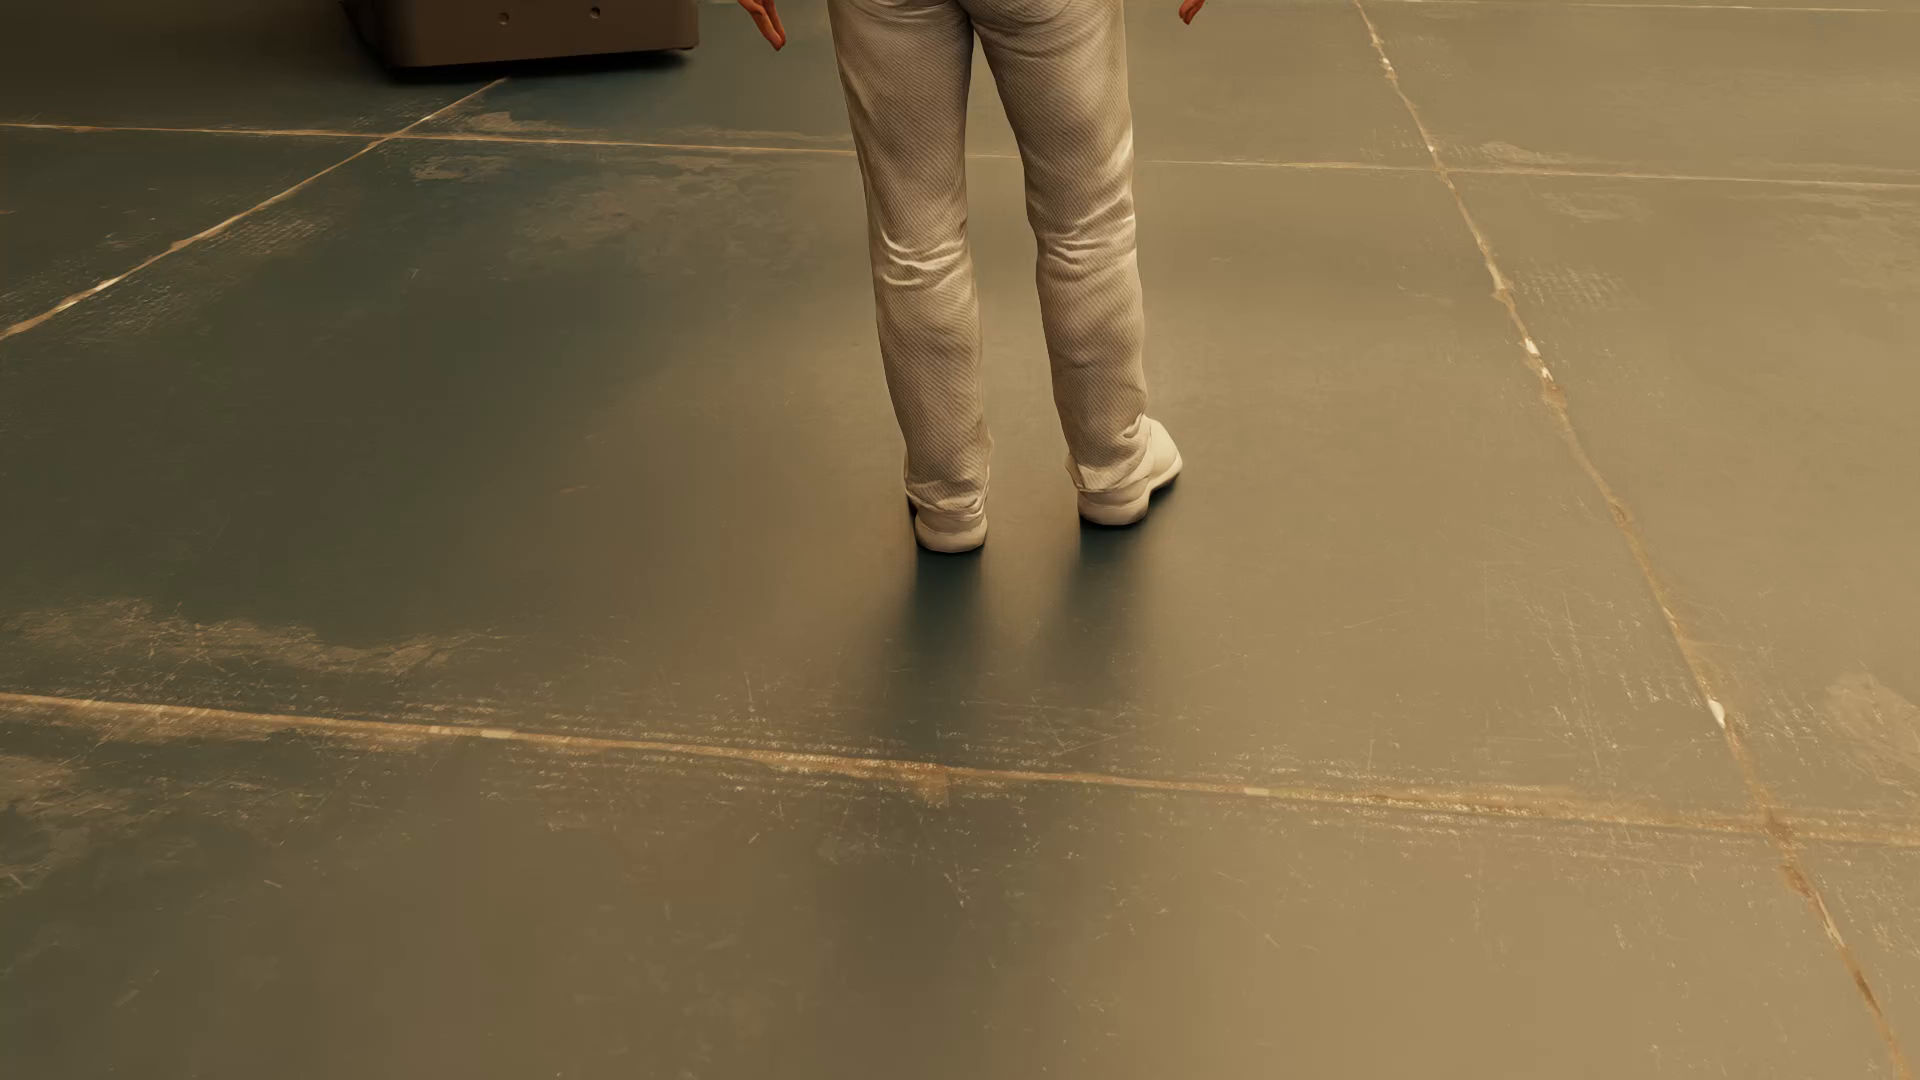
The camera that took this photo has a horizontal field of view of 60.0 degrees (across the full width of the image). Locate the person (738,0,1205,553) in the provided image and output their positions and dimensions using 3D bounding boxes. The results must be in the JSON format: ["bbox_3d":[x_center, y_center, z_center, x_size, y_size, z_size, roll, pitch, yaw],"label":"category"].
[{"bbox_3d":[0.015,-0.827,2.164,0.665,1.768,0.575,3,27,7],"label":"person"}]

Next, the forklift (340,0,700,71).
[{"bbox_3d":[-1.945,-3.491,6.216,1.130,2.935,3.031,-11,28,-20],"label":"forklift"}]
